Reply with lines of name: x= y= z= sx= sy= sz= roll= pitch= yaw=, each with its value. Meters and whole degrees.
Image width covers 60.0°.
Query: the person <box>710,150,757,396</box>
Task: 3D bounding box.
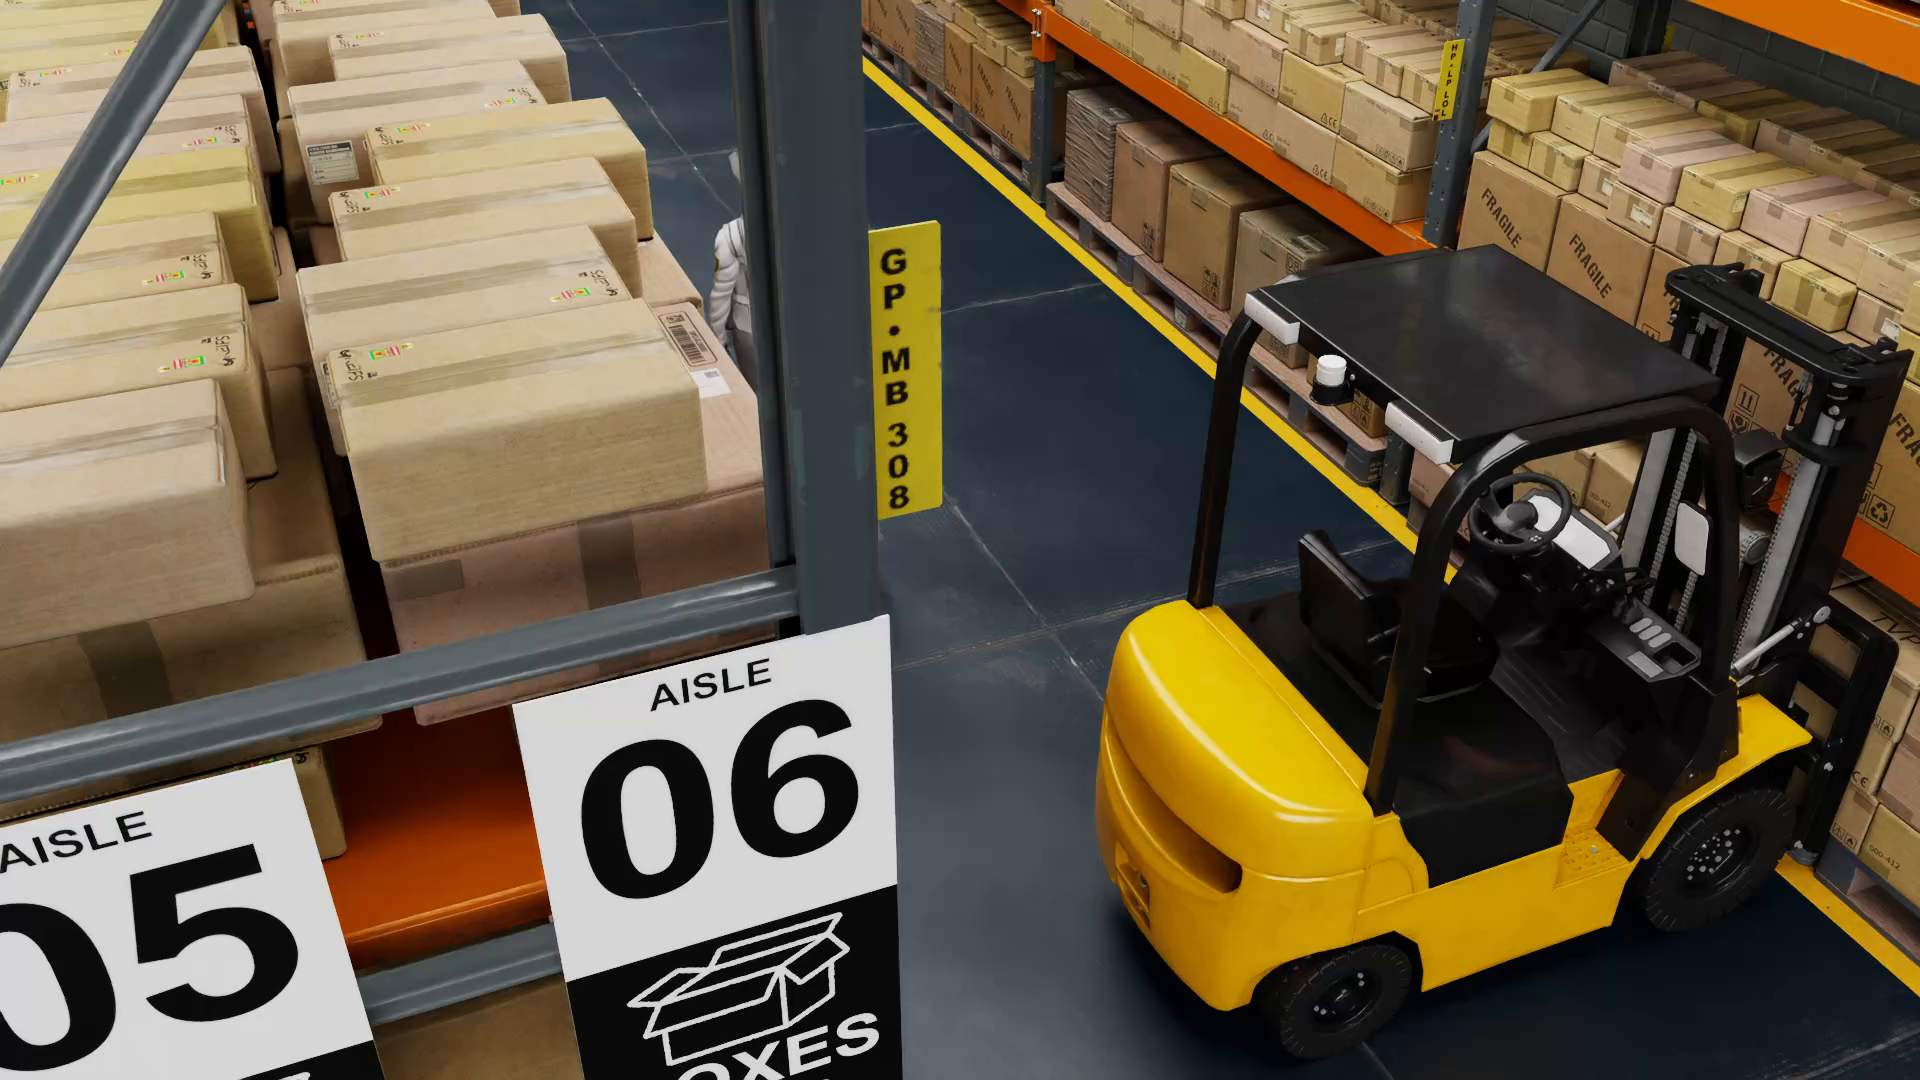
person: x=-0.855 y=-0.957 z=7.516 sx=0.547 sy=1.688 sz=0.437 roll=-13 pitch=36 yaw=-19
